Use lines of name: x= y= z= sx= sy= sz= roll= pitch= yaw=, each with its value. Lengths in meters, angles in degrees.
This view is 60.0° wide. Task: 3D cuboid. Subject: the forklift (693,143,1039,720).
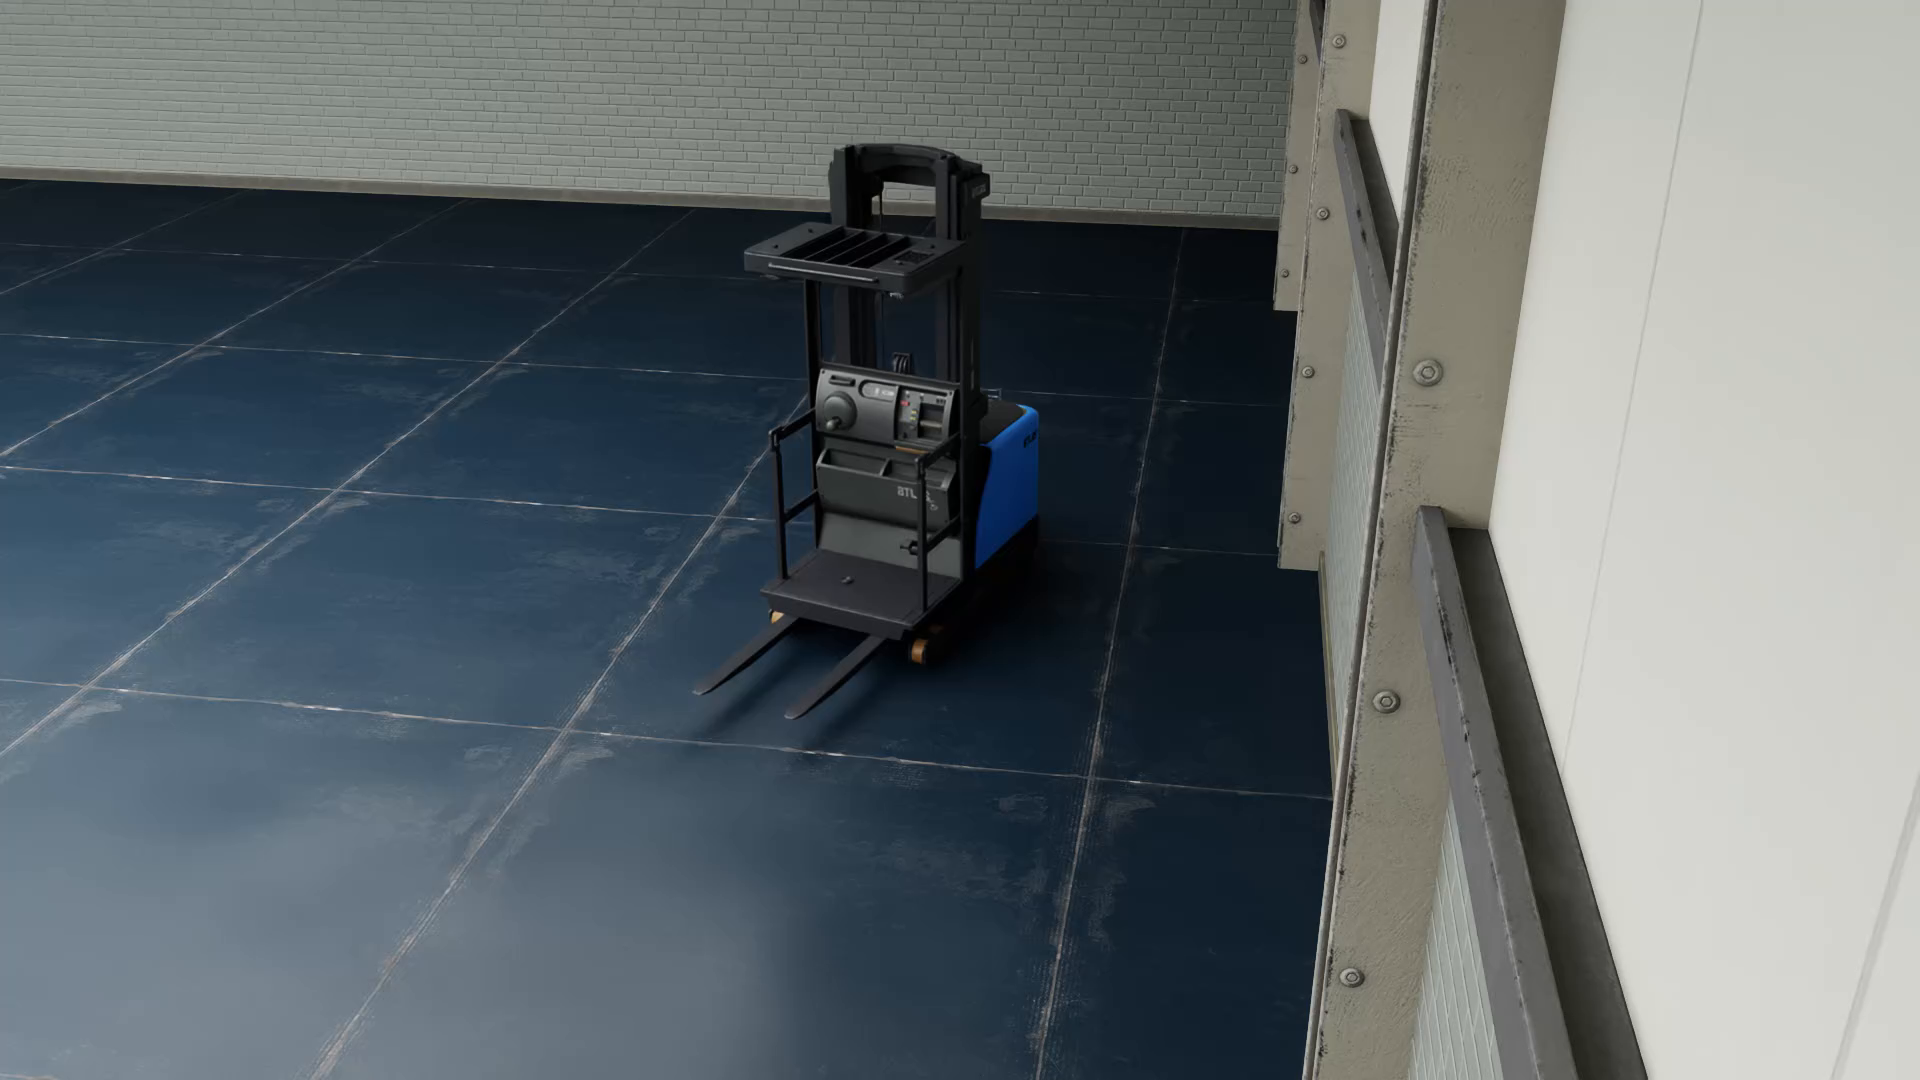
forklift: x=-0.554 y=-0.776 z=9.994 sx=1.130 sy=2.935 sz=3.031 roll=12 pitch=28 yaw=23

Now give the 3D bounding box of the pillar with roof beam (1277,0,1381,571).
pillar with roof beam: x=-1.887 y=-4.255 z=10.269 sx=9.100 sy=9.000 sz=0.400 roll=4 pitch=25 yaw=9

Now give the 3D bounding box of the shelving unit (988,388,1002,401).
shelving unit: x=0.146 y=-0.556 z=11.744 sx=0.215 sy=1.050 sz=0.252 roll=12 pitch=28 yaw=23

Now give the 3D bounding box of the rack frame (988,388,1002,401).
rack frame: x=0.200 y=-0.603 z=11.843 sx=0.200 sy=1.050 sz=0.008 roll=12 pitch=28 yaw=23

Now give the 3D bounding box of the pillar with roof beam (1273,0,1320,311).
pillar with roof beam: x=-0.907 y=-6.764 z=15.630 sx=9.100 sy=9.000 sz=0.400 roll=4 pitch=25 yaw=9
